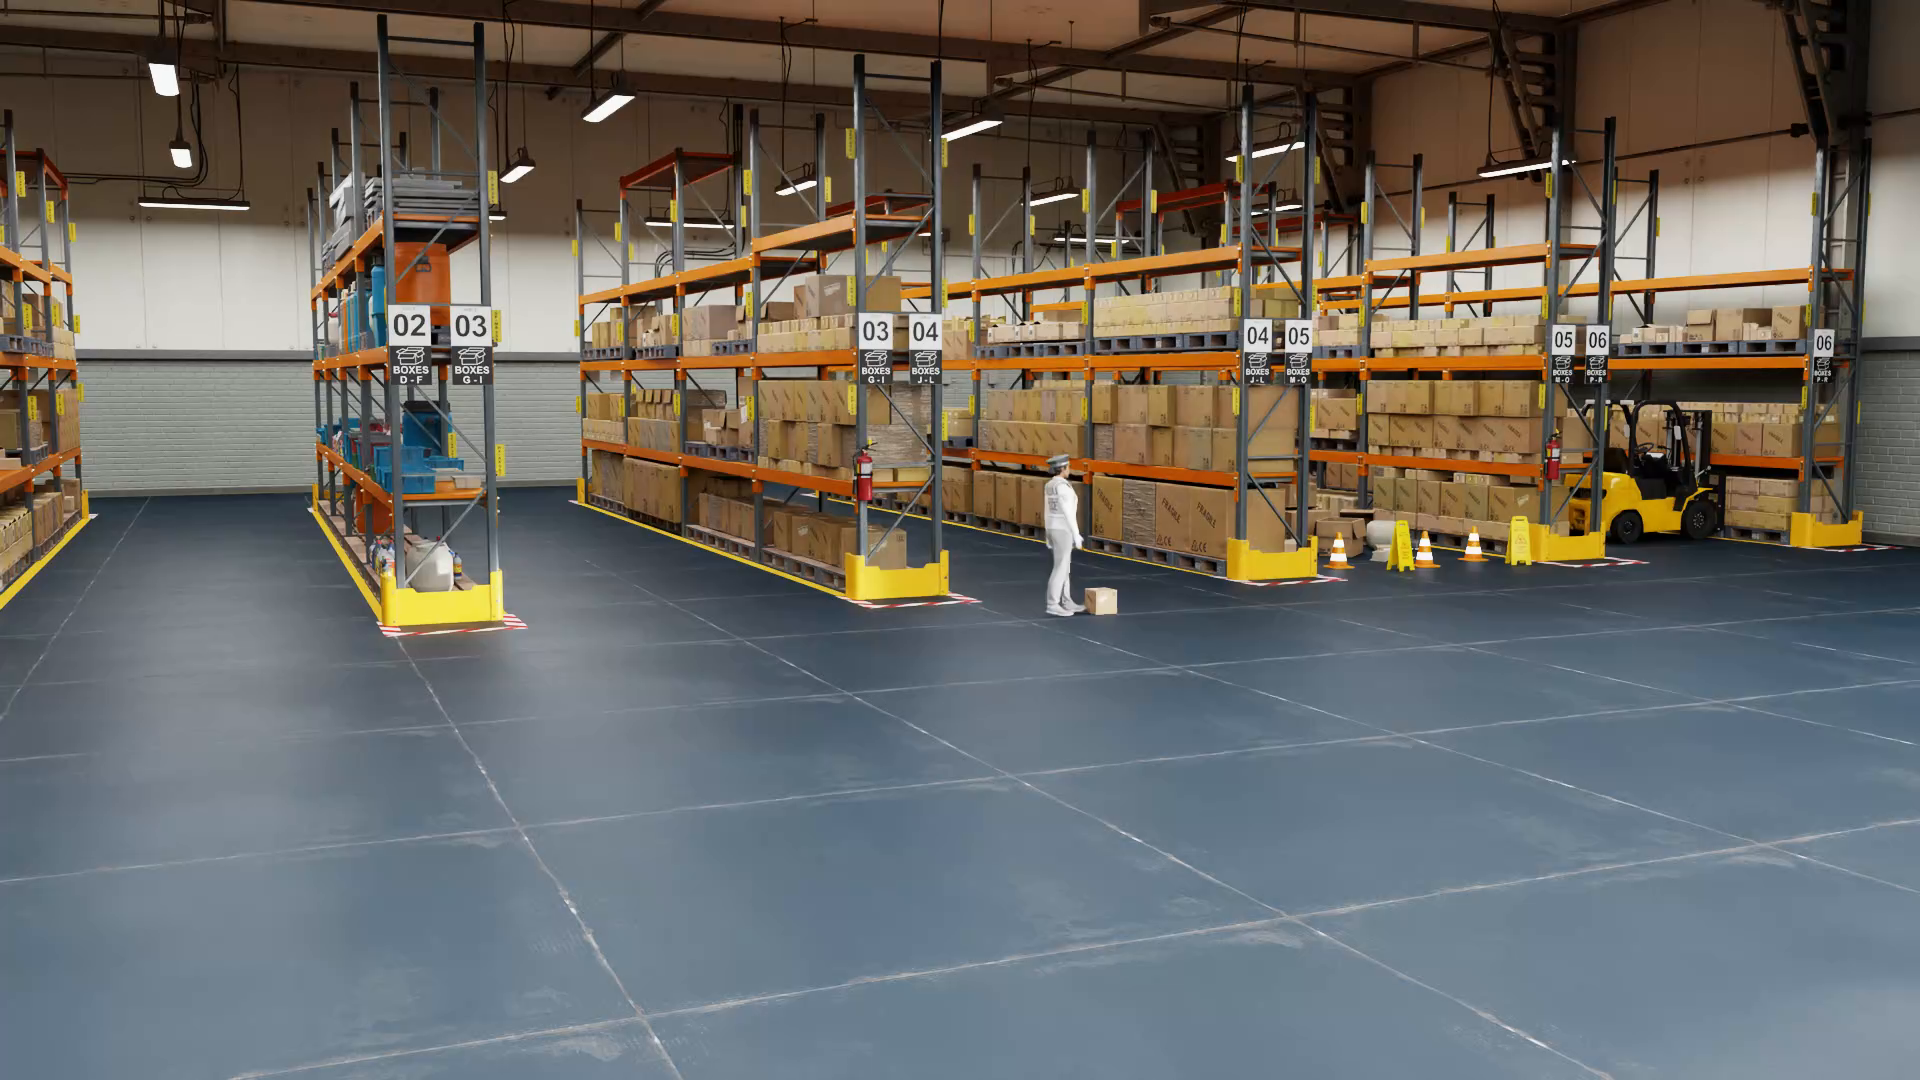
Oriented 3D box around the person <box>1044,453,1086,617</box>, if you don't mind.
[{"bbox_3d":[1.123,-0.058,17.370,0.500,1.692,0.534,-1,6,-15],"label":"person"}]
